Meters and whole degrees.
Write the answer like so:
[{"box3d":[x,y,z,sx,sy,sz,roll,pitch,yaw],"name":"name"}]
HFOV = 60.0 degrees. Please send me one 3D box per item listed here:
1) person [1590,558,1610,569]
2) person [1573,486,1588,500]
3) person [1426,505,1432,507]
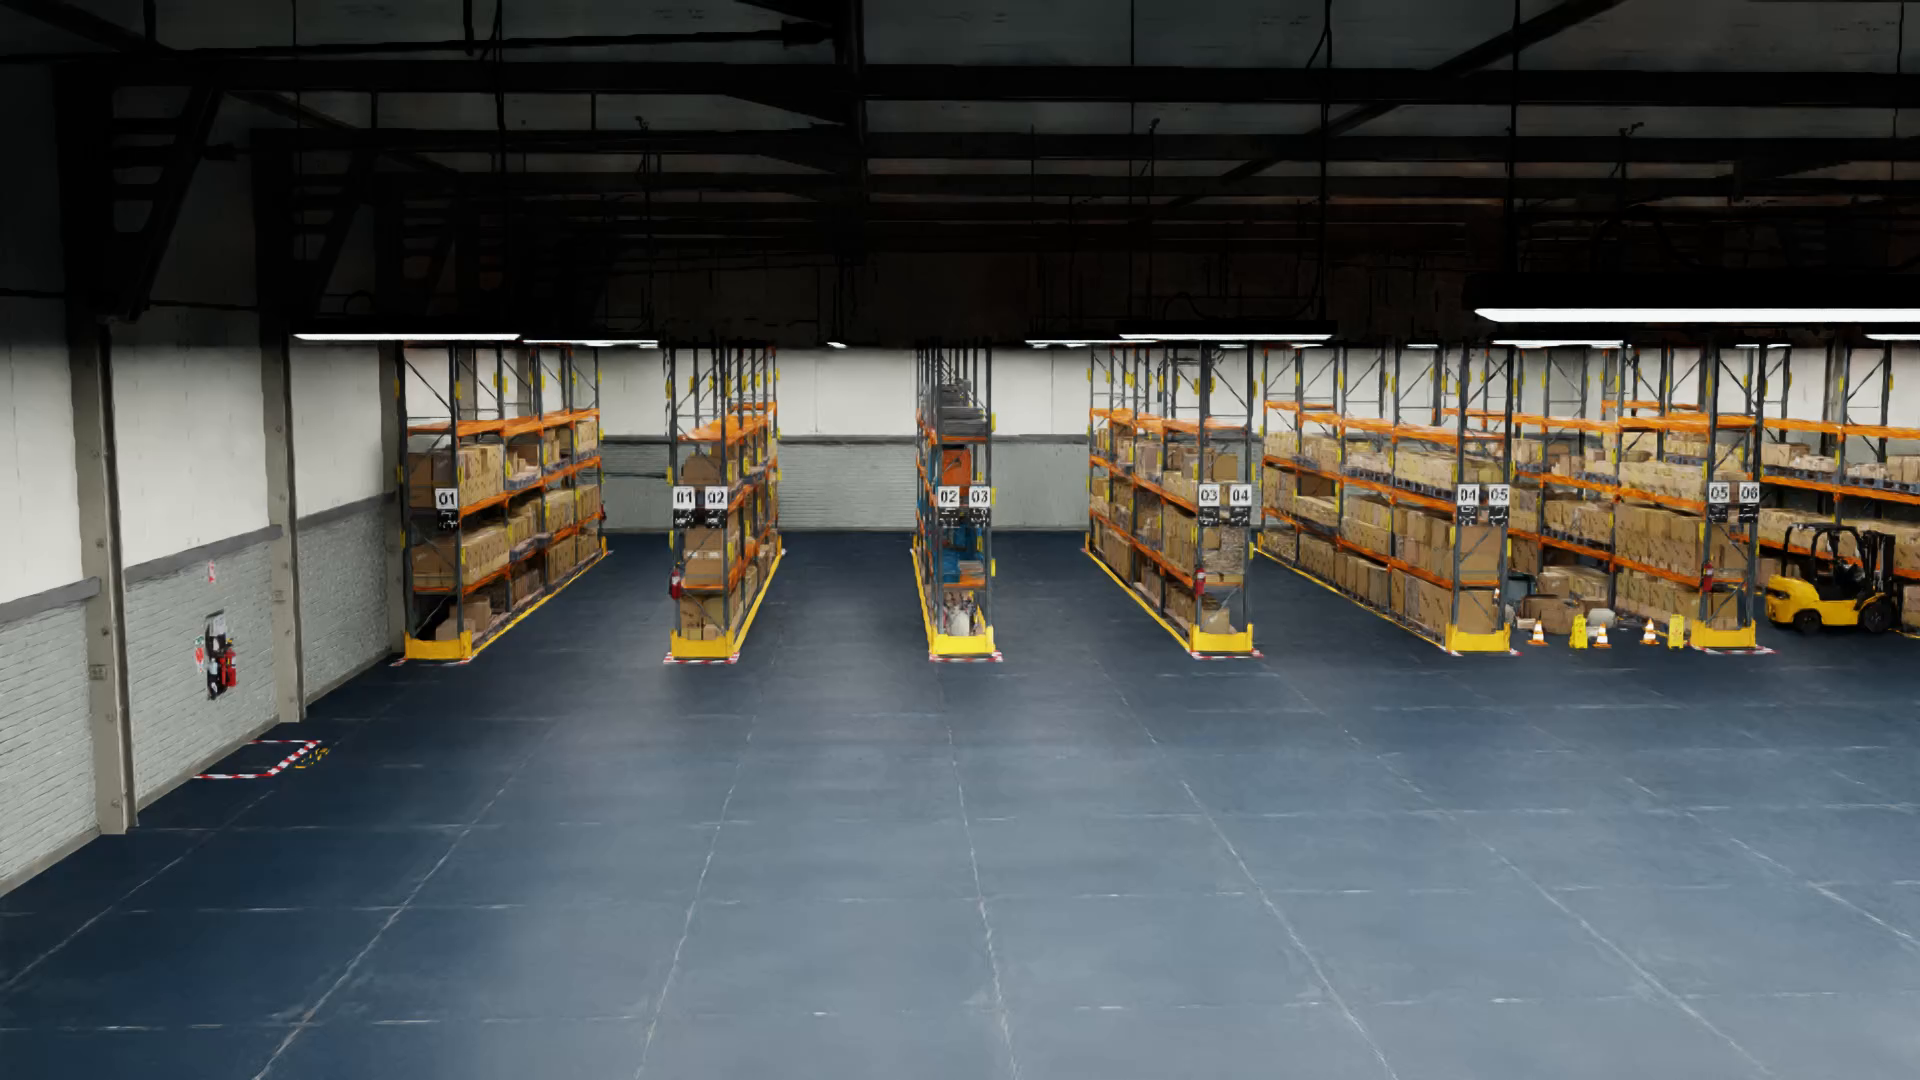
[{"box3d":[16.923,-0.072,43.757,0.564,1.639,0.596,2,7,20],"name":"person"},{"box3d":[19.514,-1.053,52.431,0.454,1.651,0.524,-4,8,-31],"name":"person"},{"box3d":[12.135,-0.054,43.048,0.444,1.786,0.598,-4,7,-29],"name":"person"}]
